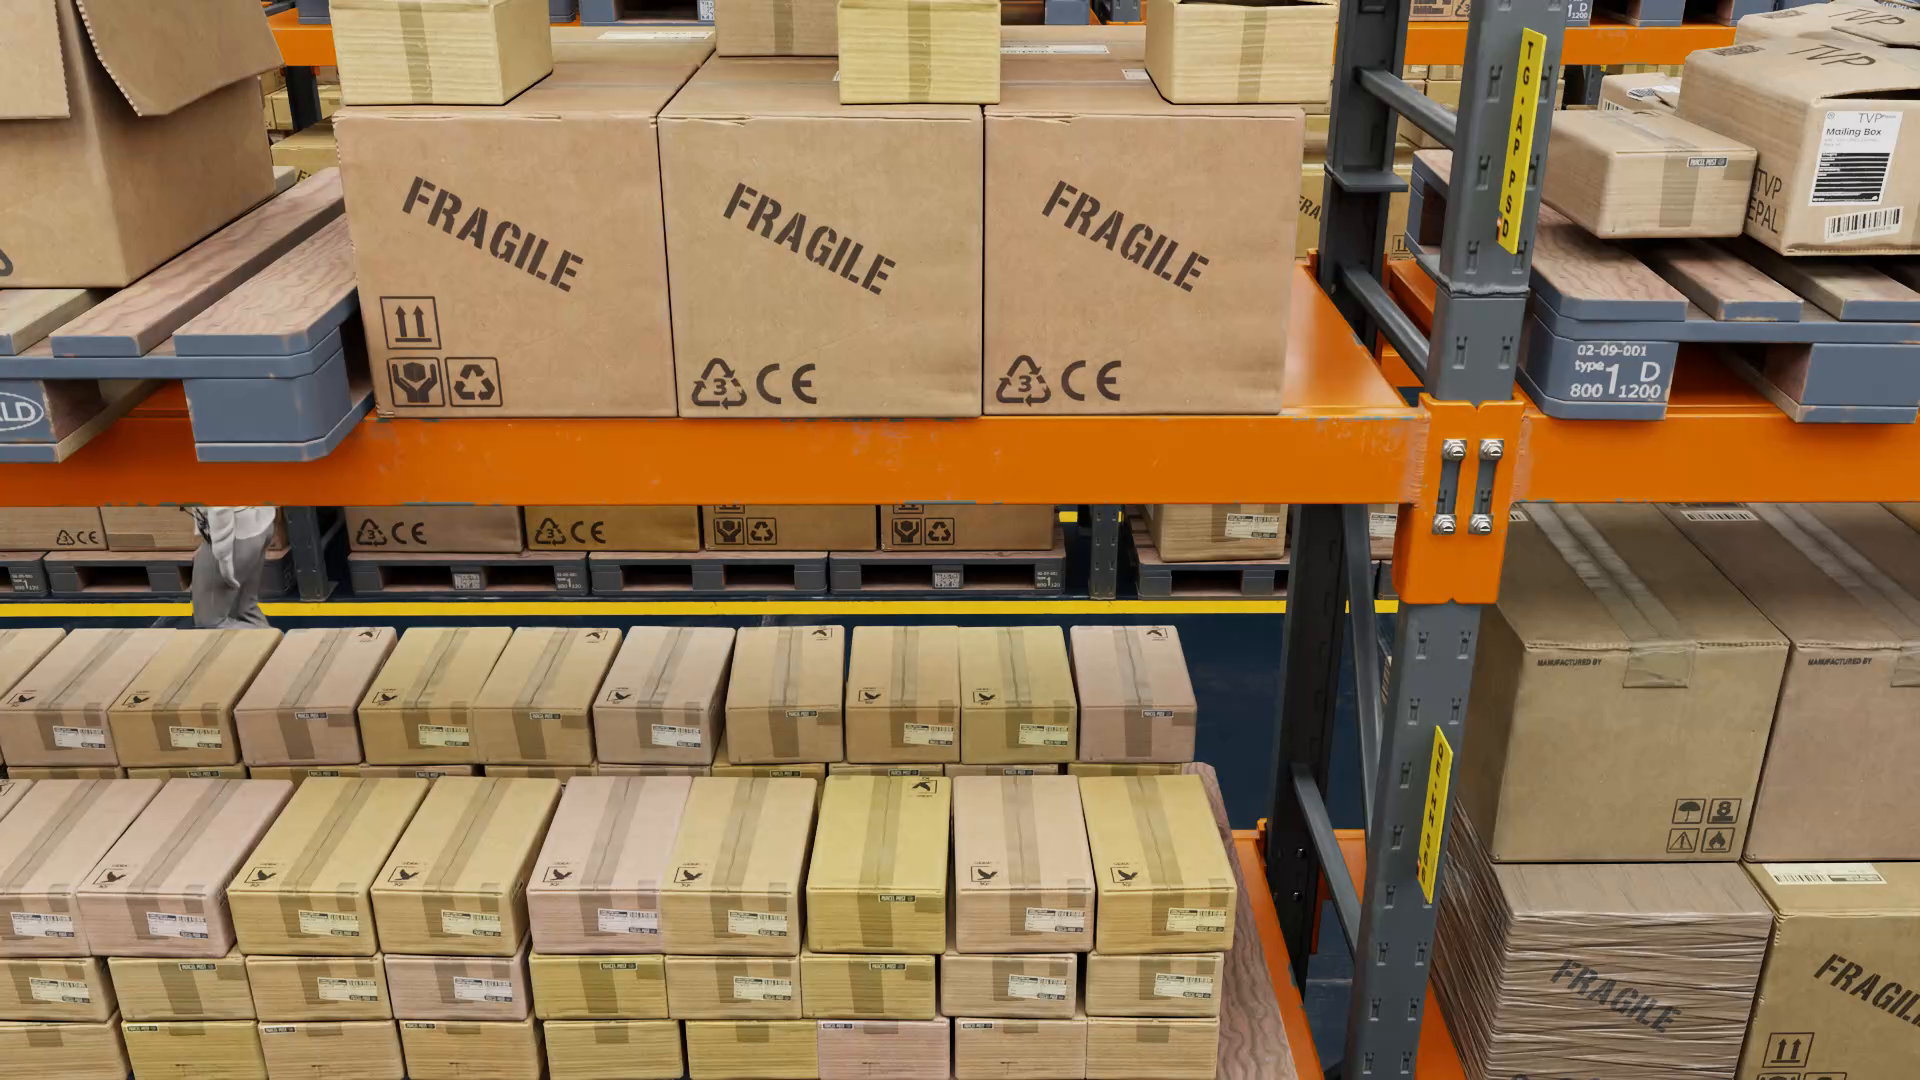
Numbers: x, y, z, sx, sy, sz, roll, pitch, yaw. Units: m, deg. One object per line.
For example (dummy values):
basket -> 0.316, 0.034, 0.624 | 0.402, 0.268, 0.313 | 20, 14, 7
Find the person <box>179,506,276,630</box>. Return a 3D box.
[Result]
person -> -3.042, -0.018, 7.055 | 0.524, 1.679, 0.485 | -1, 24, -3
